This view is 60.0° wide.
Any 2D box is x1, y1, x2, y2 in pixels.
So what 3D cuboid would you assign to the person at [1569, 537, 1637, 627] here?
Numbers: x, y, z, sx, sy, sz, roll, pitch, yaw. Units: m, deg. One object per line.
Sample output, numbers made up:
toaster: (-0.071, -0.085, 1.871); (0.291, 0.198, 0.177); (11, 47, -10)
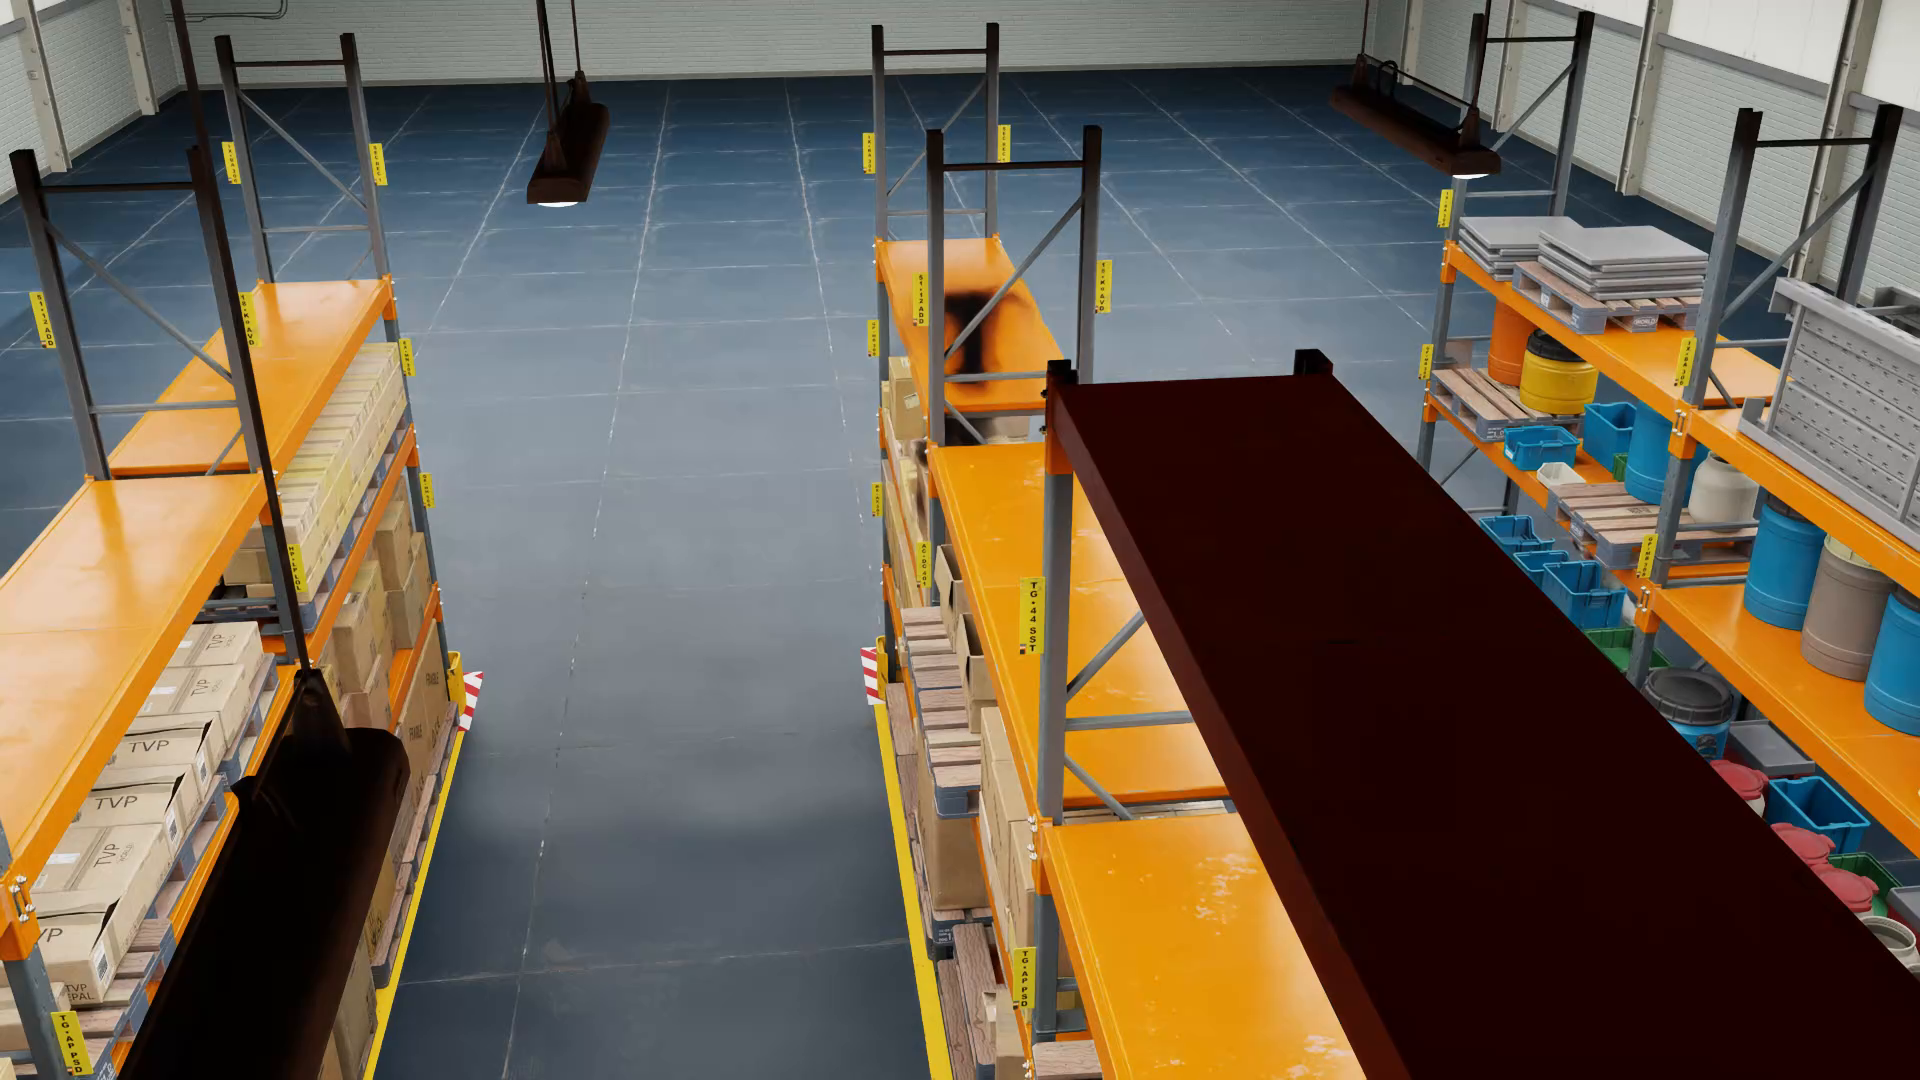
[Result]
person: (6.281, 0.248, 16.096); (1.024, 1.726, 0.694); (21, 33, 37)
